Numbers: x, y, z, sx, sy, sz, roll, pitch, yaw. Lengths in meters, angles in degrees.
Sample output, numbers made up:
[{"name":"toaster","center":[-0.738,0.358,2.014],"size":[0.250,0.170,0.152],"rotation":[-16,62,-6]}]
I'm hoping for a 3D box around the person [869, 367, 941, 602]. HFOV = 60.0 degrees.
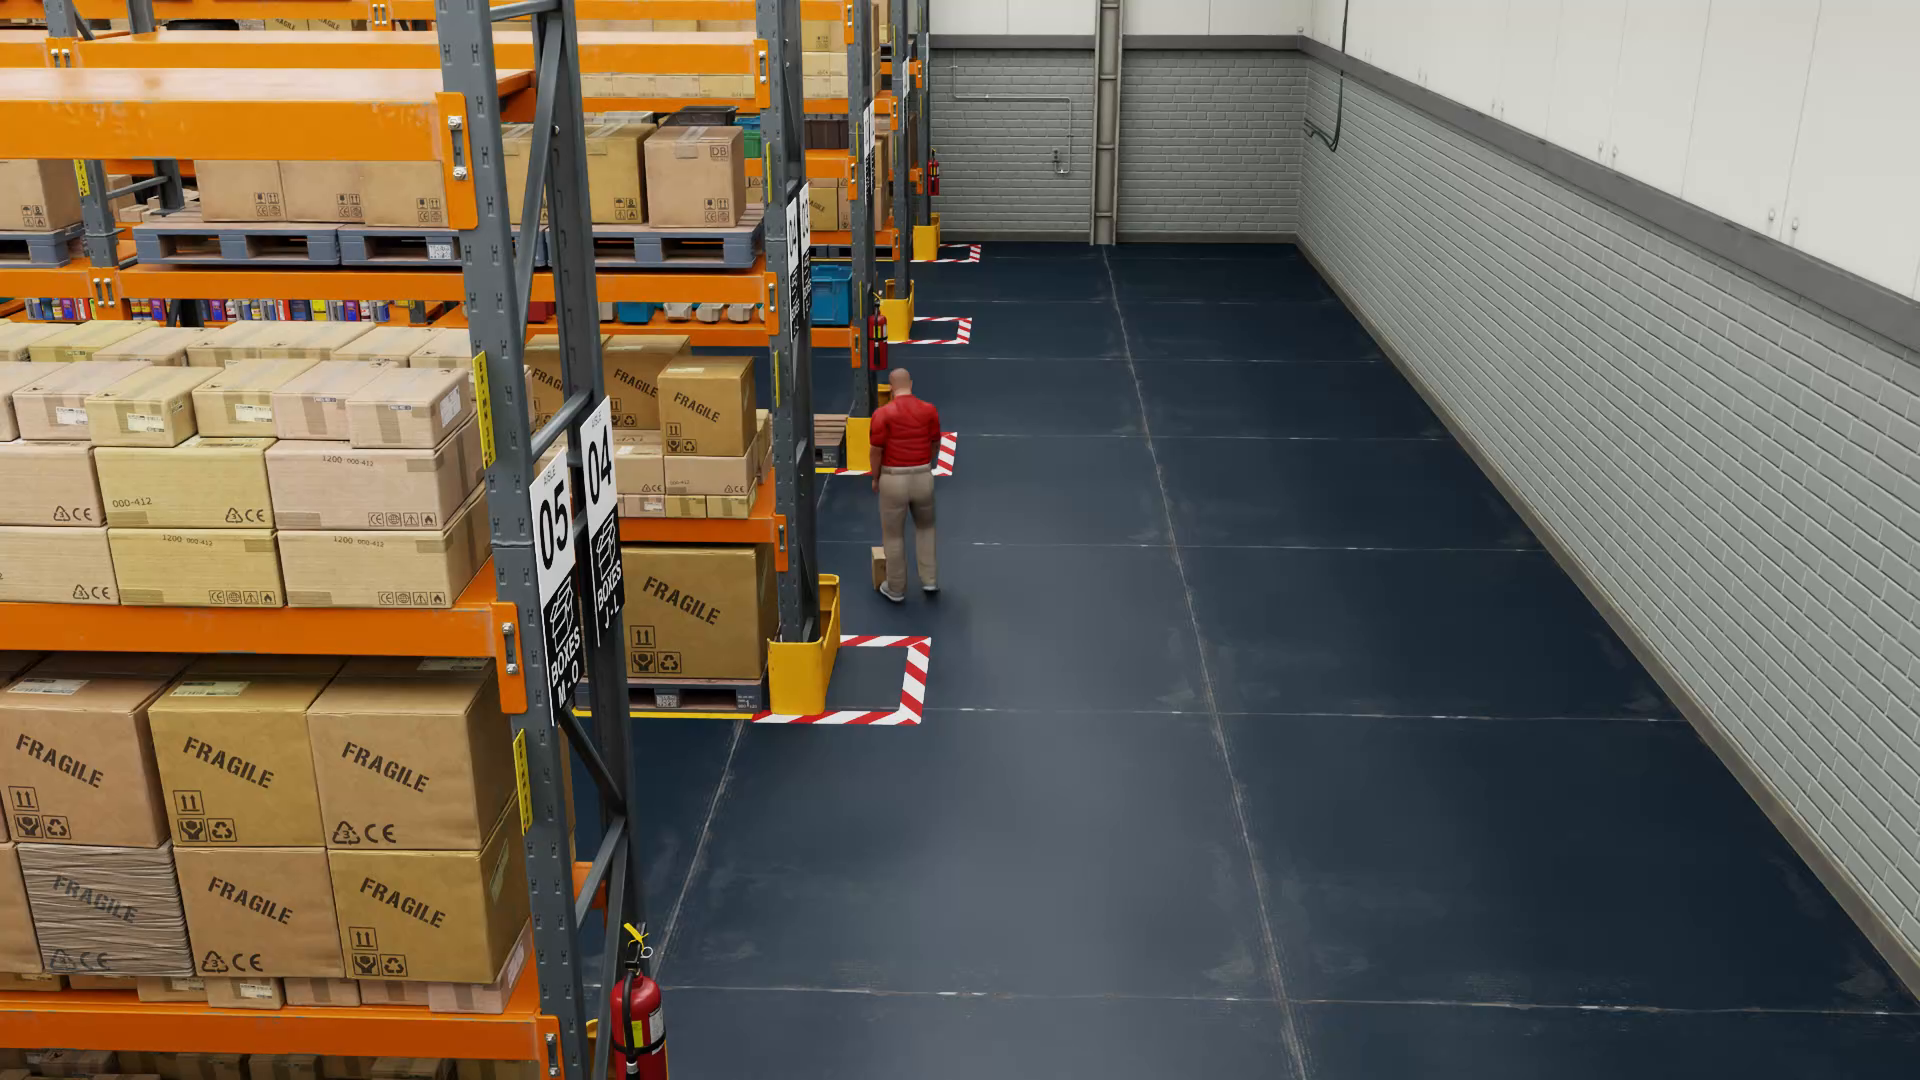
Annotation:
[{"name":"person","center":[-0.397,-0.394,12.186],"size":[0.580,1.762,0.536],"rotation":[-8,22,-19]}]
